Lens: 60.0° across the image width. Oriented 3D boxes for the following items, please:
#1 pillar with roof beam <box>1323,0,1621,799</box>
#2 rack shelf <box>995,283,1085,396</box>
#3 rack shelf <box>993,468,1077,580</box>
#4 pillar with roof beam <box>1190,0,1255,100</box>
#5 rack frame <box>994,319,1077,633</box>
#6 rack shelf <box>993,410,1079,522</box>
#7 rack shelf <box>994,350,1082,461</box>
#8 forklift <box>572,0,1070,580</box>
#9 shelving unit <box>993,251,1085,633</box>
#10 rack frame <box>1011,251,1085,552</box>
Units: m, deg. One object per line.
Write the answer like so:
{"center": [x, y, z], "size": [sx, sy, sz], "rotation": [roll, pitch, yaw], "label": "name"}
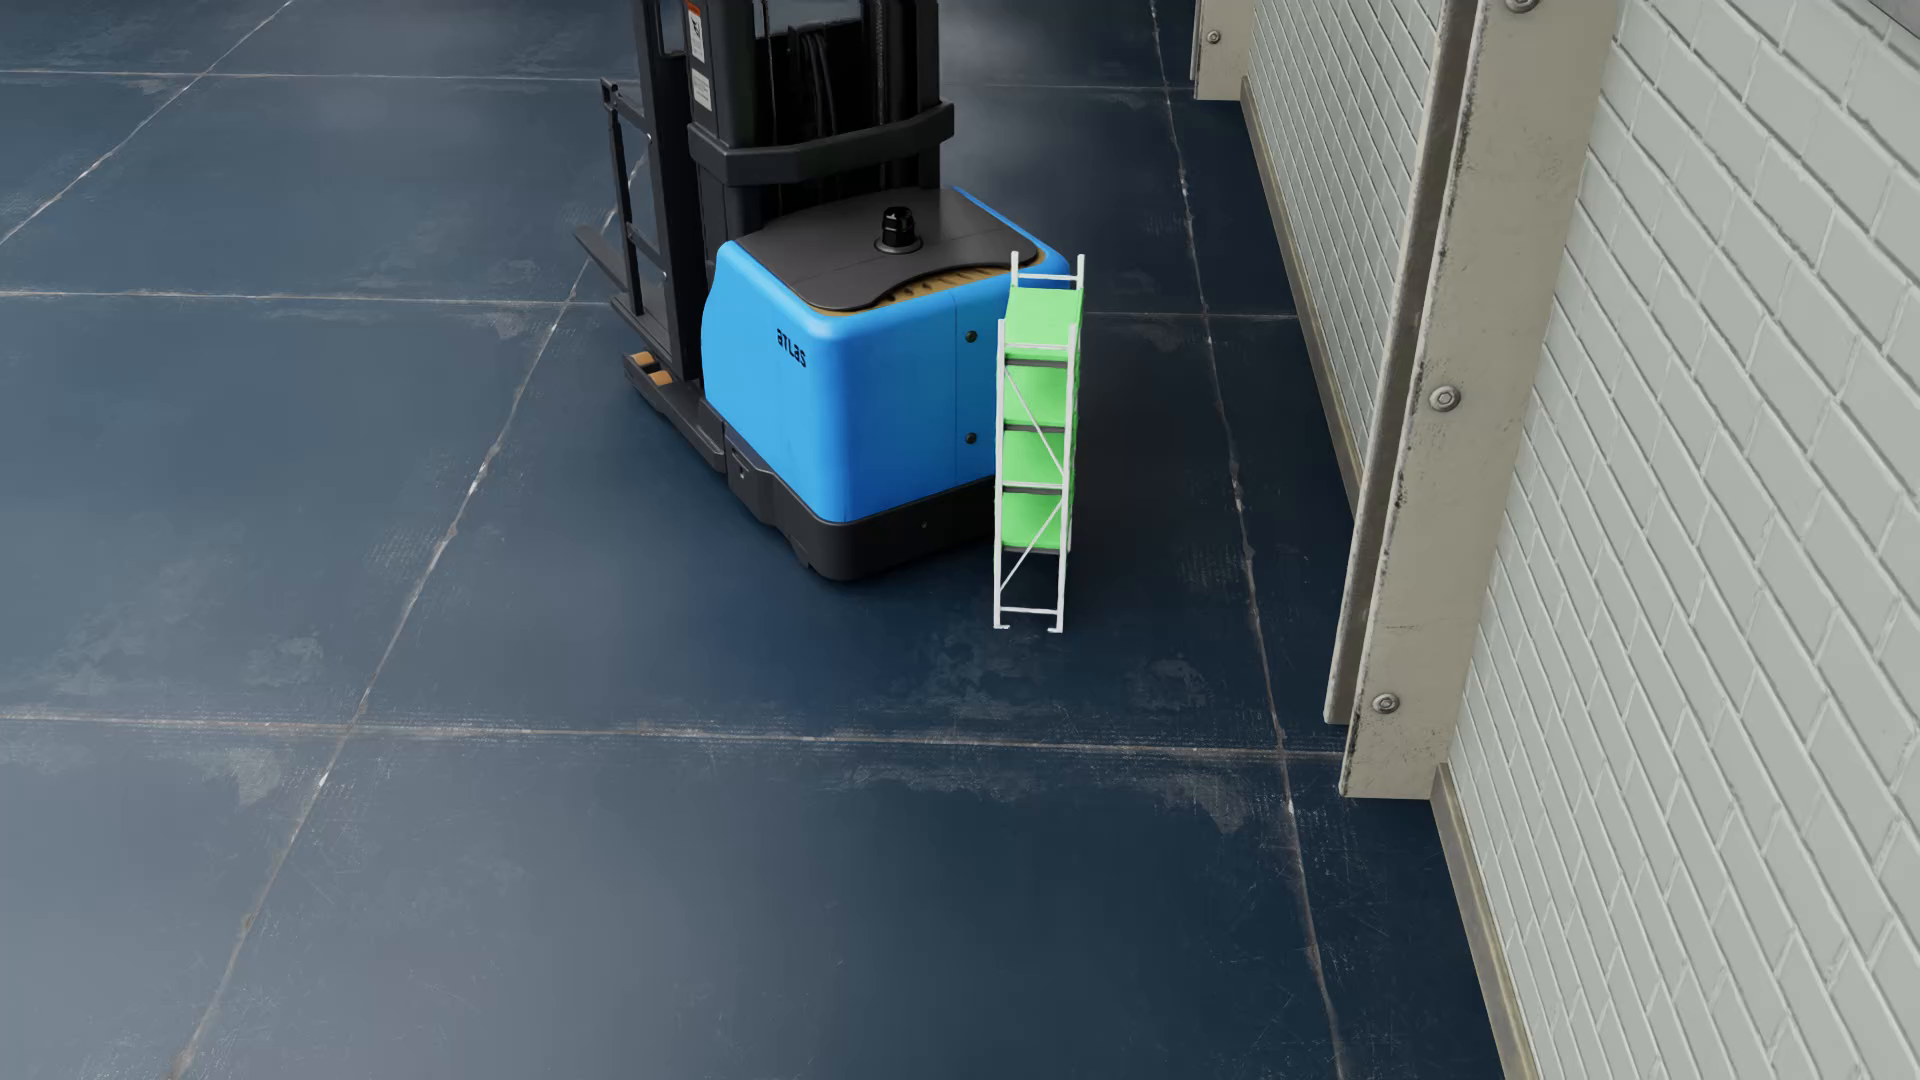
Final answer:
{"center": [-2.966, -3.101, 2.836], "size": [9.100, 9.000, 0.400], "rotation": [1, 35, 2], "label": "pillar with roof beam"}
{"center": [0.266, -0.659, 5.420], "size": [0.258, 0.148, 0.480], "rotation": [4, 35, 5], "label": "rack shelf"}
{"center": [0.266, -0.070, 5.834], "size": [0.258, 0.148, 0.480], "rotation": [4, 35, 5], "label": "rack shelf"}
{"center": [-2.725, -6.548, 7.741], "size": [9.100, 9.000, 0.400], "rotation": [1, 35, 2], "label": "pillar with roof beam"}
{"center": [0.238, -0.179, 5.461], "size": [0.240, 1.200, 0.015], "rotation": [4, 35, 5], "label": "rack frame"}
{"center": [0.266, -0.266, 5.696], "size": [0.258, 0.148, 0.480], "rotation": [4, 35, 5], "label": "rack shelf"}
{"center": [0.266, -0.462, 5.558], "size": [0.258, 0.148, 0.480], "rotation": [4, 35, 5], "label": "rack shelf"}
{"center": [-0.792, -1.873, 6.366], "size": [1.130, 2.935, 3.031], "rotation": [-19, 39, -25], "label": "forklift"}
{"center": [0.266, -0.318, 5.659], "size": [0.258, 1.200, 0.503], "rotation": [4, 35, 5], "label": "shelving unit"}
{"center": [0.293, -0.458, 5.858], "size": [0.240, 1.200, 0.015], "rotation": [4, 35, 5], "label": "rack frame"}
